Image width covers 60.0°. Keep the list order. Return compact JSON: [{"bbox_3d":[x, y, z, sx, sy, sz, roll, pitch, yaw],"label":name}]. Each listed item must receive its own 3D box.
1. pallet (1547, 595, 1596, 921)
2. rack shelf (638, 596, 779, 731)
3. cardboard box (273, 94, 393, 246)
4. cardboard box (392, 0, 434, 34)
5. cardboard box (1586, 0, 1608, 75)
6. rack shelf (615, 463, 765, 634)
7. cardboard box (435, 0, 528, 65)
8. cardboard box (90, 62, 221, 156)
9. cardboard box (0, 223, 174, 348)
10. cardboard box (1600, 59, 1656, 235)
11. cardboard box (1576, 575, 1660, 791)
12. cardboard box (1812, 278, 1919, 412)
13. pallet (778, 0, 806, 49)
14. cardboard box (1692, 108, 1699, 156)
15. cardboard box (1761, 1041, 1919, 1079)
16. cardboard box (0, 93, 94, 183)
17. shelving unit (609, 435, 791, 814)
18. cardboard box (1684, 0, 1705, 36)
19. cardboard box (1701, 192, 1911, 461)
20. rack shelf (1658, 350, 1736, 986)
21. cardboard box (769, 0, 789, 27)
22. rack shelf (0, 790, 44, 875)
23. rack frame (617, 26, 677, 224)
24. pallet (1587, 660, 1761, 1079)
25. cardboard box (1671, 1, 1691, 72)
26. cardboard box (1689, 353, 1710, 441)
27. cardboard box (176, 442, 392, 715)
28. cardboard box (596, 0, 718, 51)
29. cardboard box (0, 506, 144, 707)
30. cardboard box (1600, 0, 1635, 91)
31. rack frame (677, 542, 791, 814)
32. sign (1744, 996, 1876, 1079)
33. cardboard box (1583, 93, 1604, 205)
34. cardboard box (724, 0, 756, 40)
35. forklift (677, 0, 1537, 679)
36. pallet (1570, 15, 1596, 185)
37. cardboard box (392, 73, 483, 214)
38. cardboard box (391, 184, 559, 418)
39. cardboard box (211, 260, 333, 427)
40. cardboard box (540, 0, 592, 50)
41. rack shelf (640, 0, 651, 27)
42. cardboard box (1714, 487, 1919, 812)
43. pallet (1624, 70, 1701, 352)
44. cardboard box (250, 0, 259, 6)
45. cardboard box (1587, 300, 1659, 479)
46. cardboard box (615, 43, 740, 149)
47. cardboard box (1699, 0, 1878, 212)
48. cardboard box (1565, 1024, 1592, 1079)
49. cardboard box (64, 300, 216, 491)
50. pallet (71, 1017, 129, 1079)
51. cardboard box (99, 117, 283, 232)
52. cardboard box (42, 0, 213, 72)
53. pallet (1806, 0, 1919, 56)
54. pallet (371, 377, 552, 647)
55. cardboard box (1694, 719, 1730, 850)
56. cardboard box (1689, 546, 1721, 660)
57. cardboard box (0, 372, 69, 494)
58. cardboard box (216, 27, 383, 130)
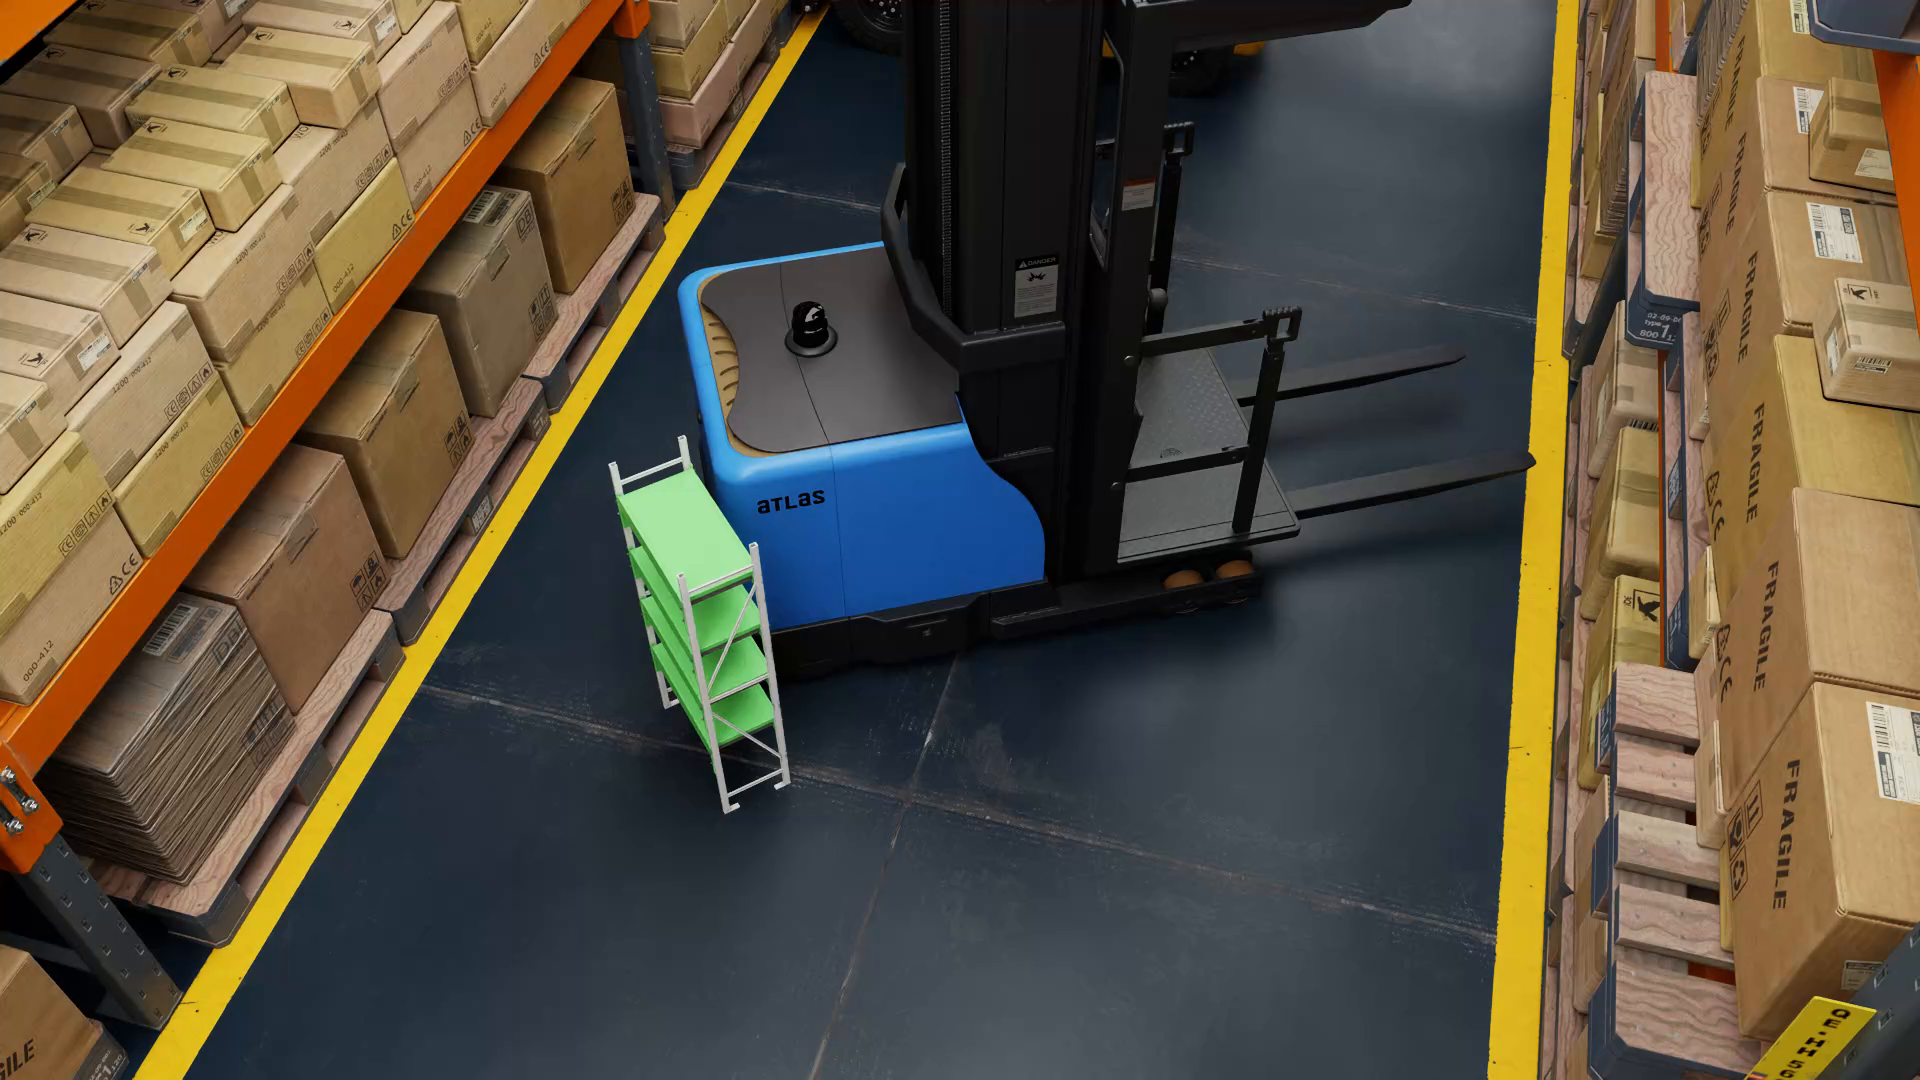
[{"bbox_3d":[2.475,0.786,5.416,1.003,0.211,1.213,12,50,10],"label":"pallet"},{"bbox_3d":[-0.794,0.337,5.238,0.258,0.148,0.480,-24,53,-19],"label":"rack shelf"},{"bbox_3d":[-2.094,-1.169,5.048,0.500,0.250,0.500,12,50,11],"label":"cardboard box"},{"bbox_3d":[-1.904,-1.769,5.311,0.380,0.149,0.250,10,49,9],"label":"cardboard box"},{"bbox_3d":[3.298,-2.414,7.934,0.500,0.250,0.500,15,50,13],"label":"cardboard box"},{"bbox_3d":[-0.794,0.019,4.878,0.258,0.148,0.480,-24,53,-19],"label":"rack shelf"},{"bbox_3d":[-1.803,-1.899,5.692,0.500,0.250,0.500,10,49,9],"label":"cardboard box"},{"bbox_3d":[-2.587,-1.259,5.127,0.500,0.250,0.500,11,49,9],"label":"cardboard box"},{"bbox_3d":[-2.308,-0.665,4.337,0.380,0.149,0.250,12,50,10],"label":"cardboard box"},{"bbox_3d":[2.894,-1.544,6.666,0.500,0.500,0.500,11,49,10],"label":"cardboard box"},{"bbox_3d":[2.495,0.549,5.238,0.950,0.372,0.625,13,50,11],"label":"cardboard box"},{"bbox_3d":[2.103,-0.417,3.639,0.380,0.149,0.250,9,49,8],"label":"cardboard box"},{"bbox_3d":[-1.223,-3.092,8.838,1.003,0.211,1.213,12,50,10],"label":"pallet"},{"bbox_3d":[2.547,-1.304,5.288,0.380,0.149,0.250,12,50,11],"label":"cardboard box"},{"bbox_3d":[1.804,0.968,3.282,0.380,0.149,0.250,13,50,11],"label":"cardboard box"},{"bbox_3d":[-2.740,-1.141,4.757,0.380,0.149,0.250,11,49,9],"label":"cardboard box"},{"bbox_3d":[-0.794,0.295,5.190,0.258,1.200,0.503,-24,53,-19],"label":"shelving unit"},{"bbox_3d":[2.875,-2.088,5.827,0.500,0.500,0.500,10,49,9],"label":"cardboard box"},{"bbox_3d":[2.198,-0.483,4.130,0.500,0.500,0.500,10,49,8],"label":"cardboard box"},{"bbox_3d":[2.471,0.099,4.642,1.077,0.370,4.000,12,50,10],"label":"rack shelf"},{"bbox_3d":[-1.106,-2.821,8.293,0.500,0.250,0.500,12,50,11],"label":"cardboard box"},{"bbox_3d":[-3.371,2.015,2.951,1.077,0.370,4.000,12,50,10],"label":"rack shelf"},{"bbox_3d":[-1.792,-2.563,6.511,1.000,3.000,0.127,12,50,10],"label":"rack frame"},{"bbox_3d":[2.030,0.834,3.641,1.213,0.211,1.003,12,50,10],"label":"pallet"},{"bbox_3d":[2.788,-1.795,6.001,0.380,0.149,0.250,11,50,10],"label":"cardboard box"},{"bbox_3d":[2.177,-0.367,4.461,0.380,0.149,0.250,13,50,11],"label":"cardboard box"},{"bbox_3d":[-2.503,0.055,5.505,0.875,0.625,0.625,13,50,11],"label":"cardboard box"},{"bbox_3d":[-1.362,-2.411,7.264,0.500,0.250,0.500,11,49,9],"label":"cardboard box"},{"bbox_3d":[-2.492,0.107,4.255,0.500,0.250,0.500,12,50,10],"label":"cardboard box"},{"bbox_3d":[3.160,-2.282,7.317,0.500,0.500,0.500,14,50,12],"label":"cardboard box"},{"bbox_3d":[-0.671,0.453,5.050,0.240,1.200,0.015,-24,53,-19],"label":"rack frame"},{"bbox_3d":[1.419,0.850,2.780,0.100,0.325,0.005,12,50,10],"label":"sign"},{"bbox_3d":[3.024,-1.683,7.288,0.500,0.250,0.500,10,49,9],"label":"cardboard box"},{"bbox_3d":[-1.236,-2.611,7.774,0.500,0.250,0.500,11,50,10],"label":"cardboard box"},{"bbox_3d":[0.605,-1.081,5.249,3.031,2.935,1.130,-10,49,-9],"label":"forklift"},{"bbox_3d":[3.459,-2.041,7.911,1.003,0.211,1.213,12,50,10],"label":"pallet"},{"bbox_3d":[-1.959,-1.379,5.567,0.500,0.250,0.500,12,50,10],"label":"cardboard box"},{"bbox_3d":[-2.130,-0.976,6.415,0.875,0.625,0.625,11,50,10],"label":"cardboard box"},{"bbox_3d":[-2.226,-0.629,4.905,0.500,0.250,0.500,10,49,9],"label":"cardboard box"},{"bbox_3d":[-1.672,-2.097,6.200,0.500,0.250,0.500,13,50,11],"label":"cardboard box"},{"bbox_3d":[-1.266,-3.771,8.058,1.077,0.370,4.000,12,50,10],"label":"rack shelf"},{"bbox_3d":[1.922,0.277,3.460,0.500,0.500,0.500,11,49,9],"label":"cardboard box"},{"bbox_3d":[2.656,-0.998,5.258,1.003,0.211,1.213,12,50,10],"label":"pallet"},{"bbox_3d":[-2.416,-1.870,5.401,0.380,0.149,0.250,12,50,10],"label":"cardboard box"},{"bbox_3d":[2.862,-0.475,6.142,0.950,0.372,0.625,12,50,11],"label":"cardboard box"},{"bbox_3d":[-1.345,-2.076,7.636,0.500,0.250,0.500,12,50,10],"label":"cardboard box"},{"bbox_3d":[2.466,-1.211,4.773,0.500,0.500,0.500,12,50,10],"label":"cardboard box"},{"bbox_3d":[2.103,1.631,4.282,0.950,0.372,0.625,9,49,7],"label":"cardboard box"},{"bbox_3d":[-2.359,-0.420,4.387,0.500,0.250,0.500,13,50,11],"label":"cardboard box"},{"bbox_3d":[-3.078,1.786,4.533,1.003,0.211,1.213,12,50,10],"label":"pallet"},{"bbox_3d":[-2.147,-1.025,4.655,0.380,0.149,0.250,13,50,11],"label":"cardboard box"},{"bbox_3d":[-2.538,-1.505,5.078,0.380,0.149,0.250,12,50,10],"label":"cardboard box"},{"bbox_3d":[2.462,-1.340,3.557,1.213,0.211,1.003,12,50,10],"label":"pallet"},{"bbox_3d":[-2.267,-0.214,6.298,1.003,0.211,1.213,12,50,10],"label":"pallet"},{"bbox_3d":[1.828,0.569,3.635,0.380,0.149,0.250,11,50,10],"label":"cardboard box"},{"bbox_3d":[1.961,0.186,3.972,0.380,0.149,0.250,12,50,11],"label":"cardboard box"},{"bbox_3d":[-2.408,-0.283,4.000,0.380,0.149,0.250,13,50,11],"label":"cardboard box"},{"bbox_3d":[-1.970,-1.382,4.970,0.380,0.149,0.250,10,49,9],"label":"cardboard box"}]
